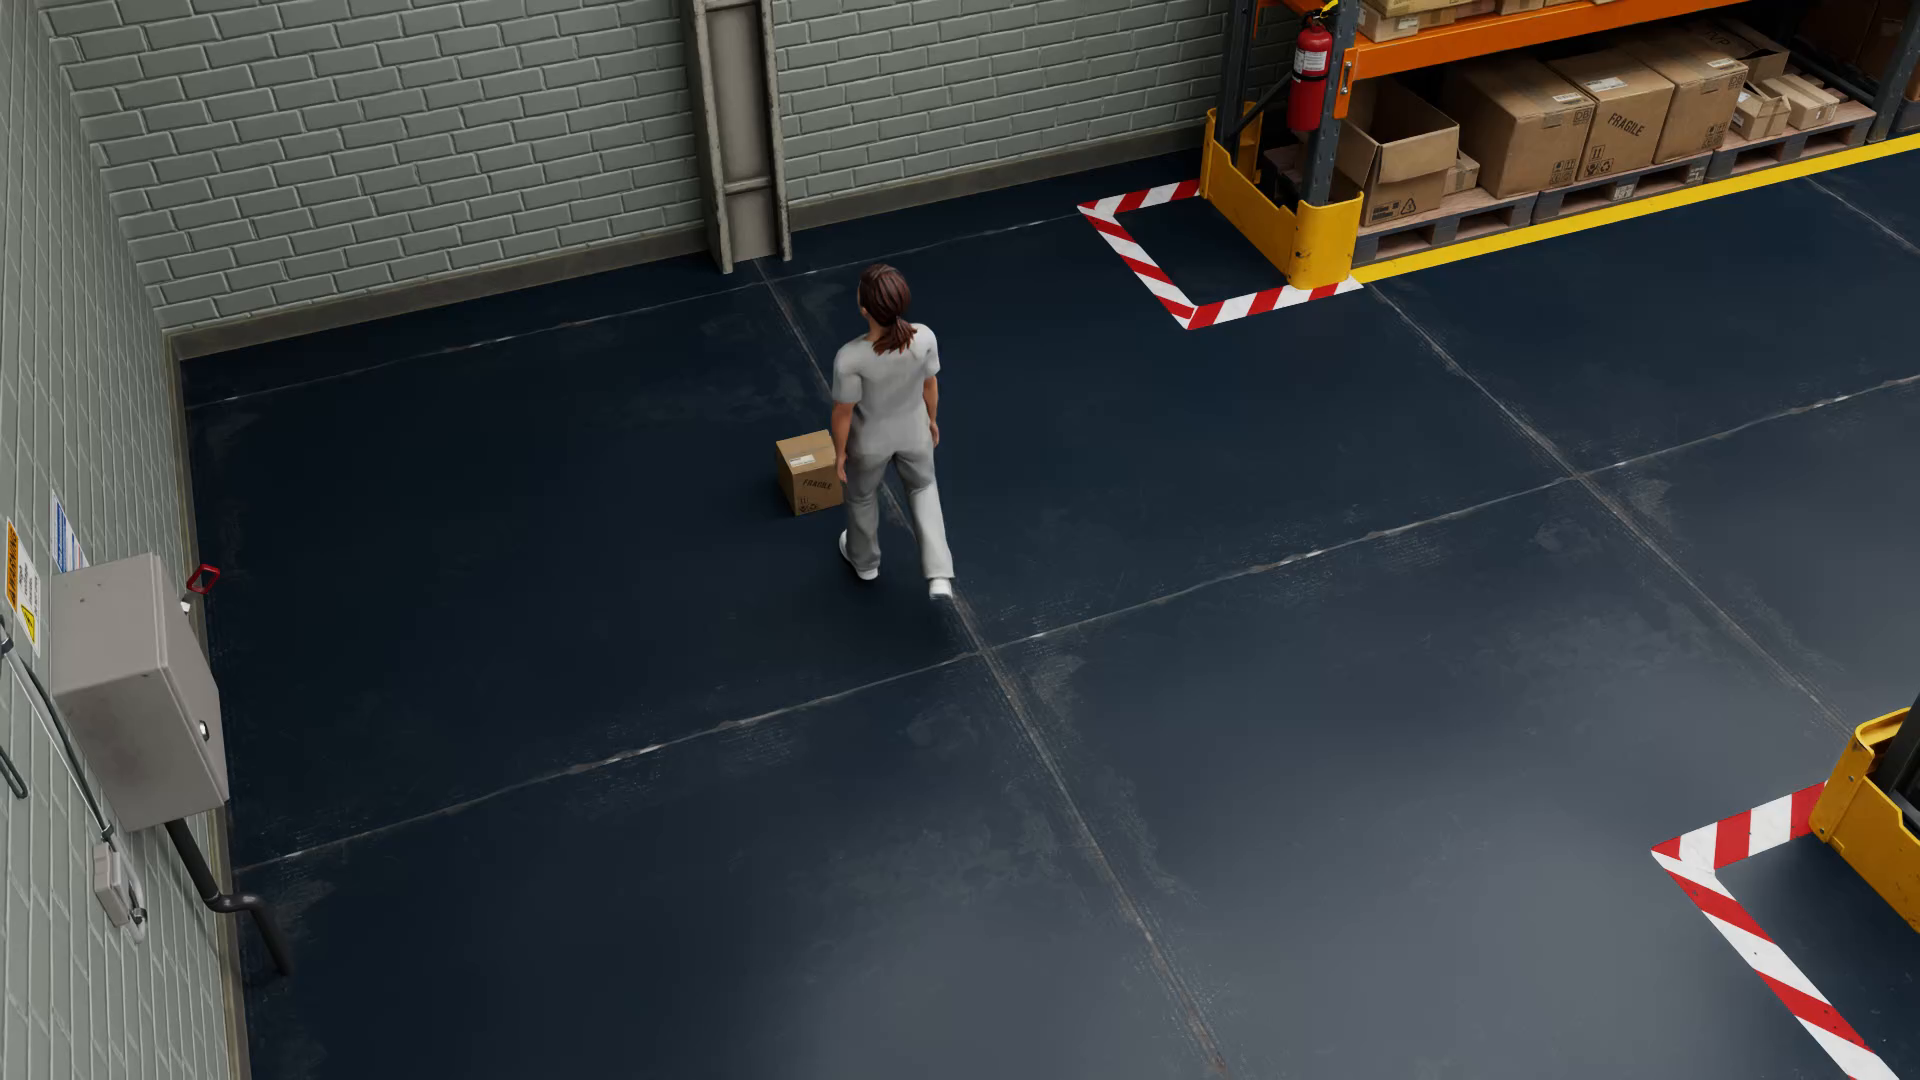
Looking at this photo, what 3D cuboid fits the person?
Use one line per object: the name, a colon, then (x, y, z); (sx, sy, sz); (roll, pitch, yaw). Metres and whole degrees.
person: (-0.296, -0.409, 6.600); (0.470, 1.656, 0.752); (-14, 44, -15)
